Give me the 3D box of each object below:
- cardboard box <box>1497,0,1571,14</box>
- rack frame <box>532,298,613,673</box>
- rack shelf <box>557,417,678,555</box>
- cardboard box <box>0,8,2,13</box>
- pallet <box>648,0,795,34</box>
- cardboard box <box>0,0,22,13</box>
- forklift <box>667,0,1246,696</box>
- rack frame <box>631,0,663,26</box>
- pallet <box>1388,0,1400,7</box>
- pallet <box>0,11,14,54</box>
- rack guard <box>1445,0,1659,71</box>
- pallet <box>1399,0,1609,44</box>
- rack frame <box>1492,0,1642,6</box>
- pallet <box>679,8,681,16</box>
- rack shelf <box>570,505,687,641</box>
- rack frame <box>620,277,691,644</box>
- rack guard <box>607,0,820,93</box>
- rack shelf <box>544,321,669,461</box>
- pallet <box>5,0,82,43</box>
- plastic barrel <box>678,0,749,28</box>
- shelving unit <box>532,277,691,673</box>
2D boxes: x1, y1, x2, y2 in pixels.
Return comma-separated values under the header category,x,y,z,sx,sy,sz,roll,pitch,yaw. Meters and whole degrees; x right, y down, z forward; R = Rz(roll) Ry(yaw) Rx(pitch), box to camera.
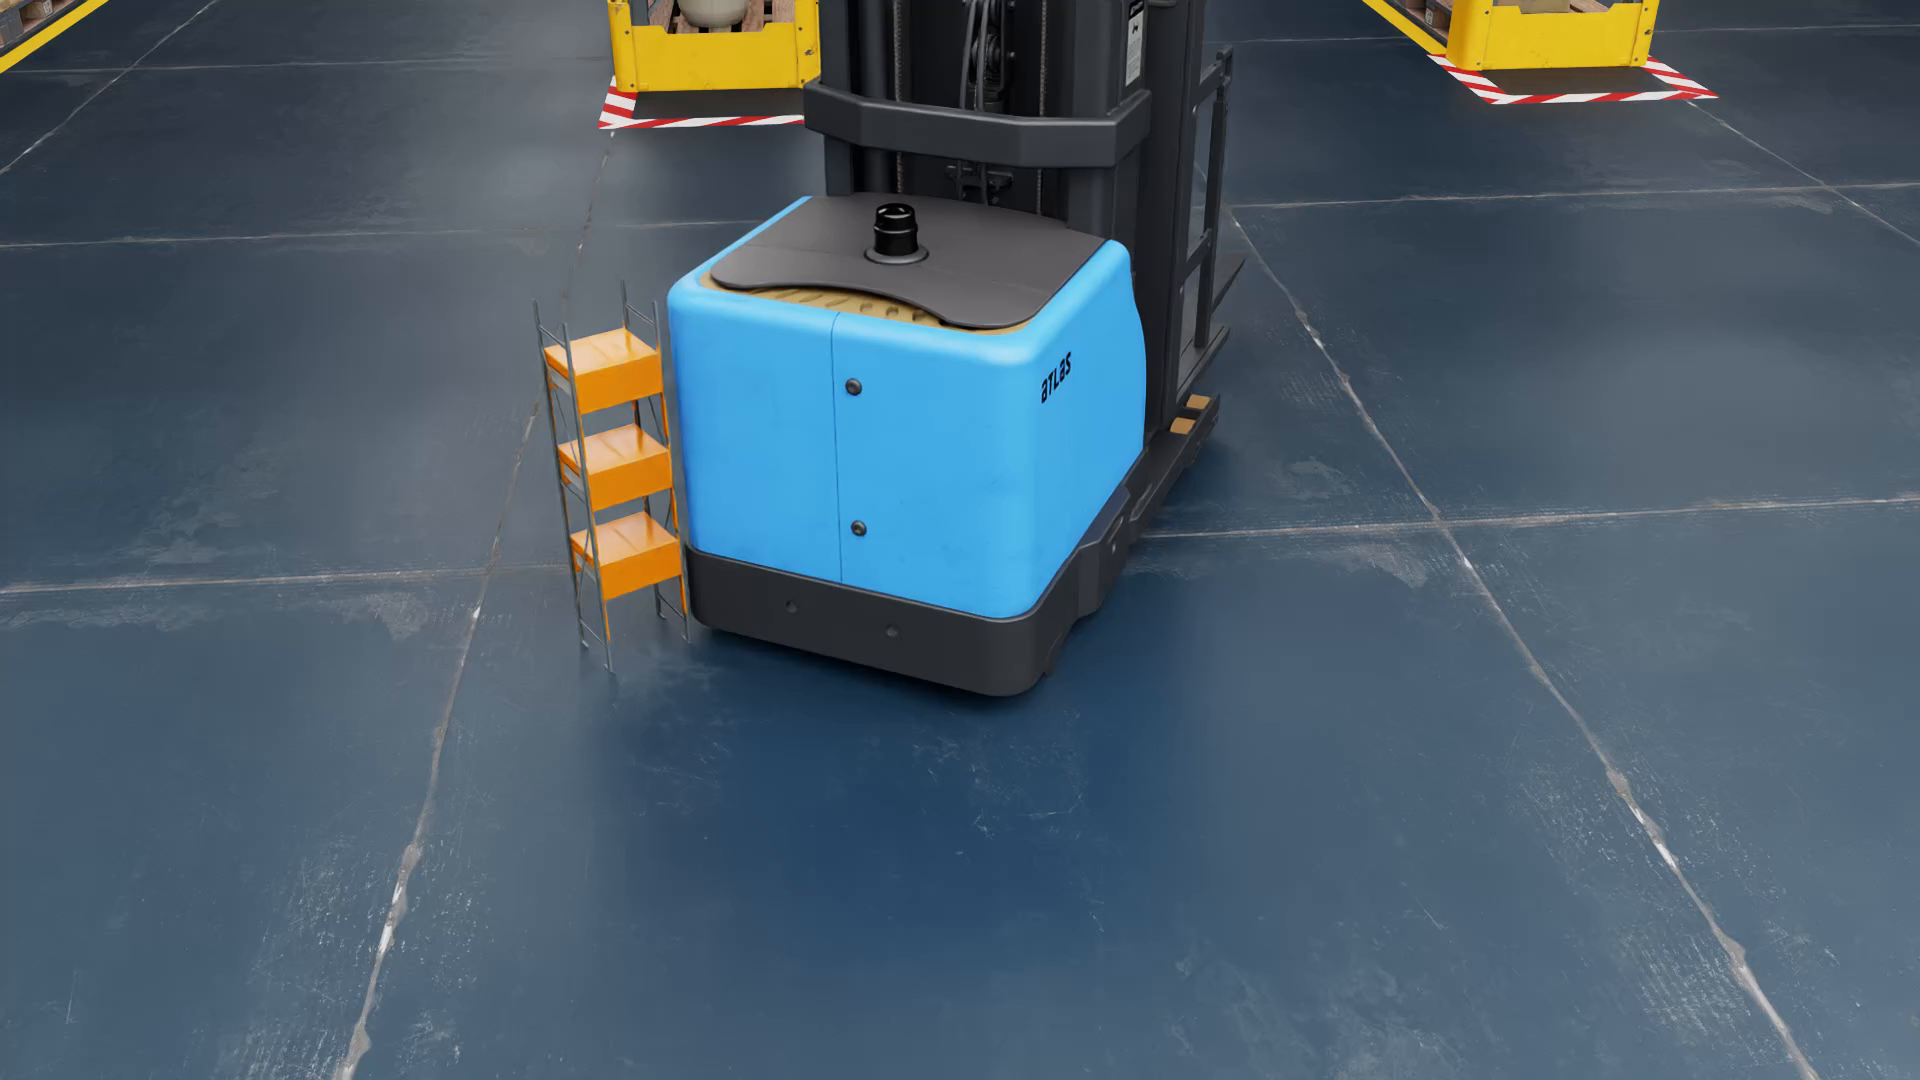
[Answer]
category,x,y,z,sx,sy,sz,roll,pitch,yaw
cardboard box,3.534,-3.599,10.378,0.500,0.500,0.500,3,31,5
rack frame,-1.027,-0.122,4.430,0.008,1.050,0.200,-20,36,-30
rack shelf,-0.929,-0.149,4.497,0.240,0.259,0.215,-20,36,-30
cardboard box,-6.167,-3.239,10.019,0.500,0.250,0.500,-3,31,-5
pallet,-1.480,-3.189,10.383,1.003,0.211,1.213,-3,31,-5
cardboard box,-6.213,-3.494,10.446,0.500,0.250,0.500,-3,31,-5
forklift,0.264,-1.584,5.043,1.130,2.935,3.031,12,33,19
rack frame,-1.356,-3.935,8.912,1.000,3.000,0.127,-3,31,-5
pallet,3.417,-4.052,11.827,1.003,0.211,1.213,-3,31,-5
pallet,-6.401,-2.891,9.884,1.003,0.211,1.213,-3,31,-5
rack guard,3.569,-3.138,10.016,1.175,0.500,0.348,-3,31,-5
pallet,3.528,-3.430,10.787,1.003,0.211,1.213,-3,31,-5
rack frame,3.576,-4.172,9.310,1.000,3.000,0.127,-3,31,-5
pallet,-1.591,-3.811,11.424,1.003,0.211,1.213,-3,31,-5
rack shelf,-0.929,0.089,4.639,0.240,0.259,0.215,-20,36,-30
rack frame,-0.830,-0.195,4.552,0.008,1.050,0.200,-20,36,-30
rack guard,-1.410,-2.898,9.614,1.175,0.500,0.348,-3,31,-5
rack shelf,-0.929,-0.393,4.351,0.240,0.259,0.215,-20,36,-30
pallet,-6.512,-3.512,10.924,1.003,0.211,1.213,-3,31,-5
plastic barrel,-1.493,-3.379,9.999,0.421,0.512,0.421,0,31,0
shelving unit,-0.929,-0.158,4.491,0.252,1.050,0.215,-20,36,-30
